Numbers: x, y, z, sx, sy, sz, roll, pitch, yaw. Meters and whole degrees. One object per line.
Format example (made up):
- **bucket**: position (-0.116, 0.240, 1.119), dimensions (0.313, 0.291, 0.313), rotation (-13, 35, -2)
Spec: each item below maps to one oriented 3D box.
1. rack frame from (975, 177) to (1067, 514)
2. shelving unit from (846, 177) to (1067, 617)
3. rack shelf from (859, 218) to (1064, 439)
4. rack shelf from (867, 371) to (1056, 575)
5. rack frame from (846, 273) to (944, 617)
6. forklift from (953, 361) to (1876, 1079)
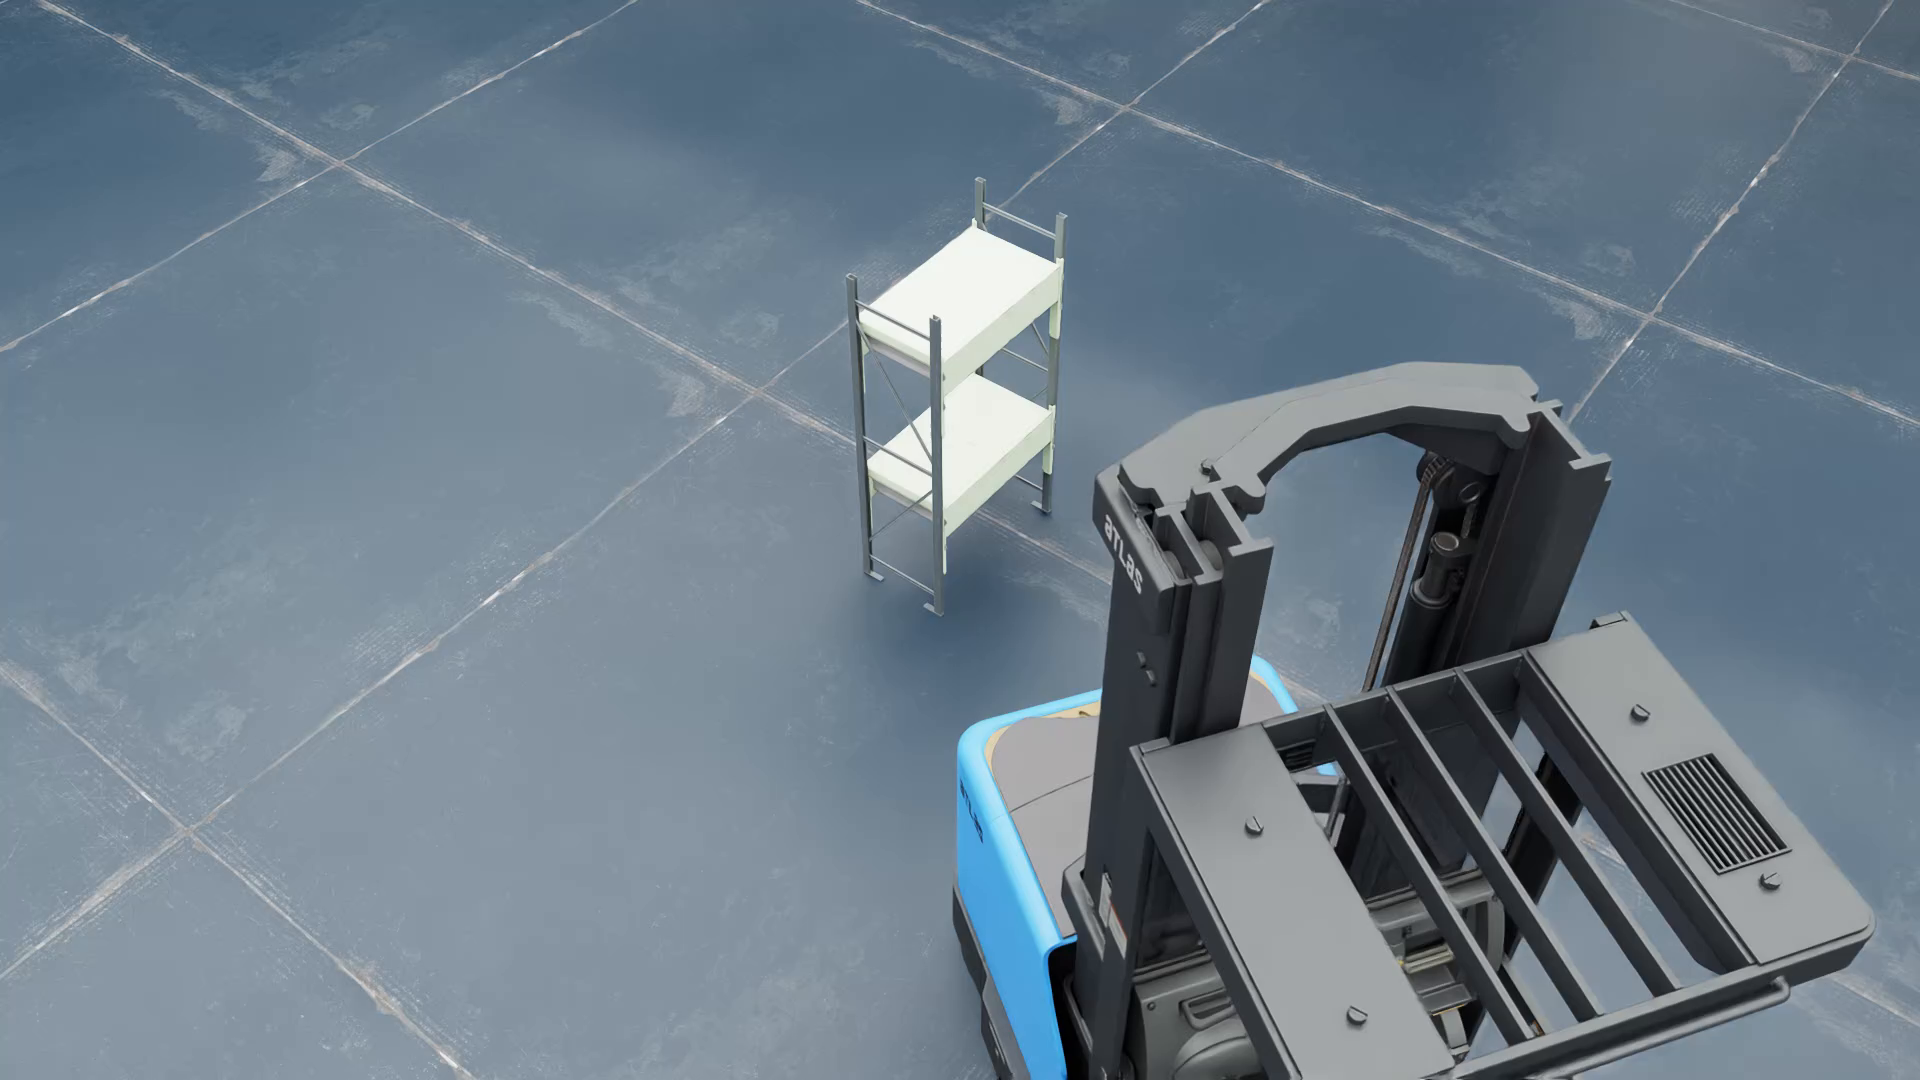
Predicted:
- **rack frame**: position (0.220, -0.724, 6.569), dimensions (0.400, 1.500, 0.023), rotation (29, 53, 25)
- **shelving unit**: position (-0.004, -0.514, 6.369), dimensions (0.431, 1.500, 0.755), rotation (29, 53, 25)
- **rack shelf**: position (-0.004, -0.784, 6.087), dimensions (0.431, 0.370, 0.720), rotation (29, 53, 25)
- **rack shelf**: position (-0.004, -0.289, 6.604), dimensions (0.431, 0.370, 0.720), rotation (29, 53, 25)
- **rack frame**: position (-0.228, -0.305, 6.169), dimensions (0.400, 1.500, 0.023), rotation (29, 53, 25)
- **forklift**: position (0.926, 1.182, 3.759), dimensions (1.130, 2.935, 3.031), rotation (-14, 48, -13)
